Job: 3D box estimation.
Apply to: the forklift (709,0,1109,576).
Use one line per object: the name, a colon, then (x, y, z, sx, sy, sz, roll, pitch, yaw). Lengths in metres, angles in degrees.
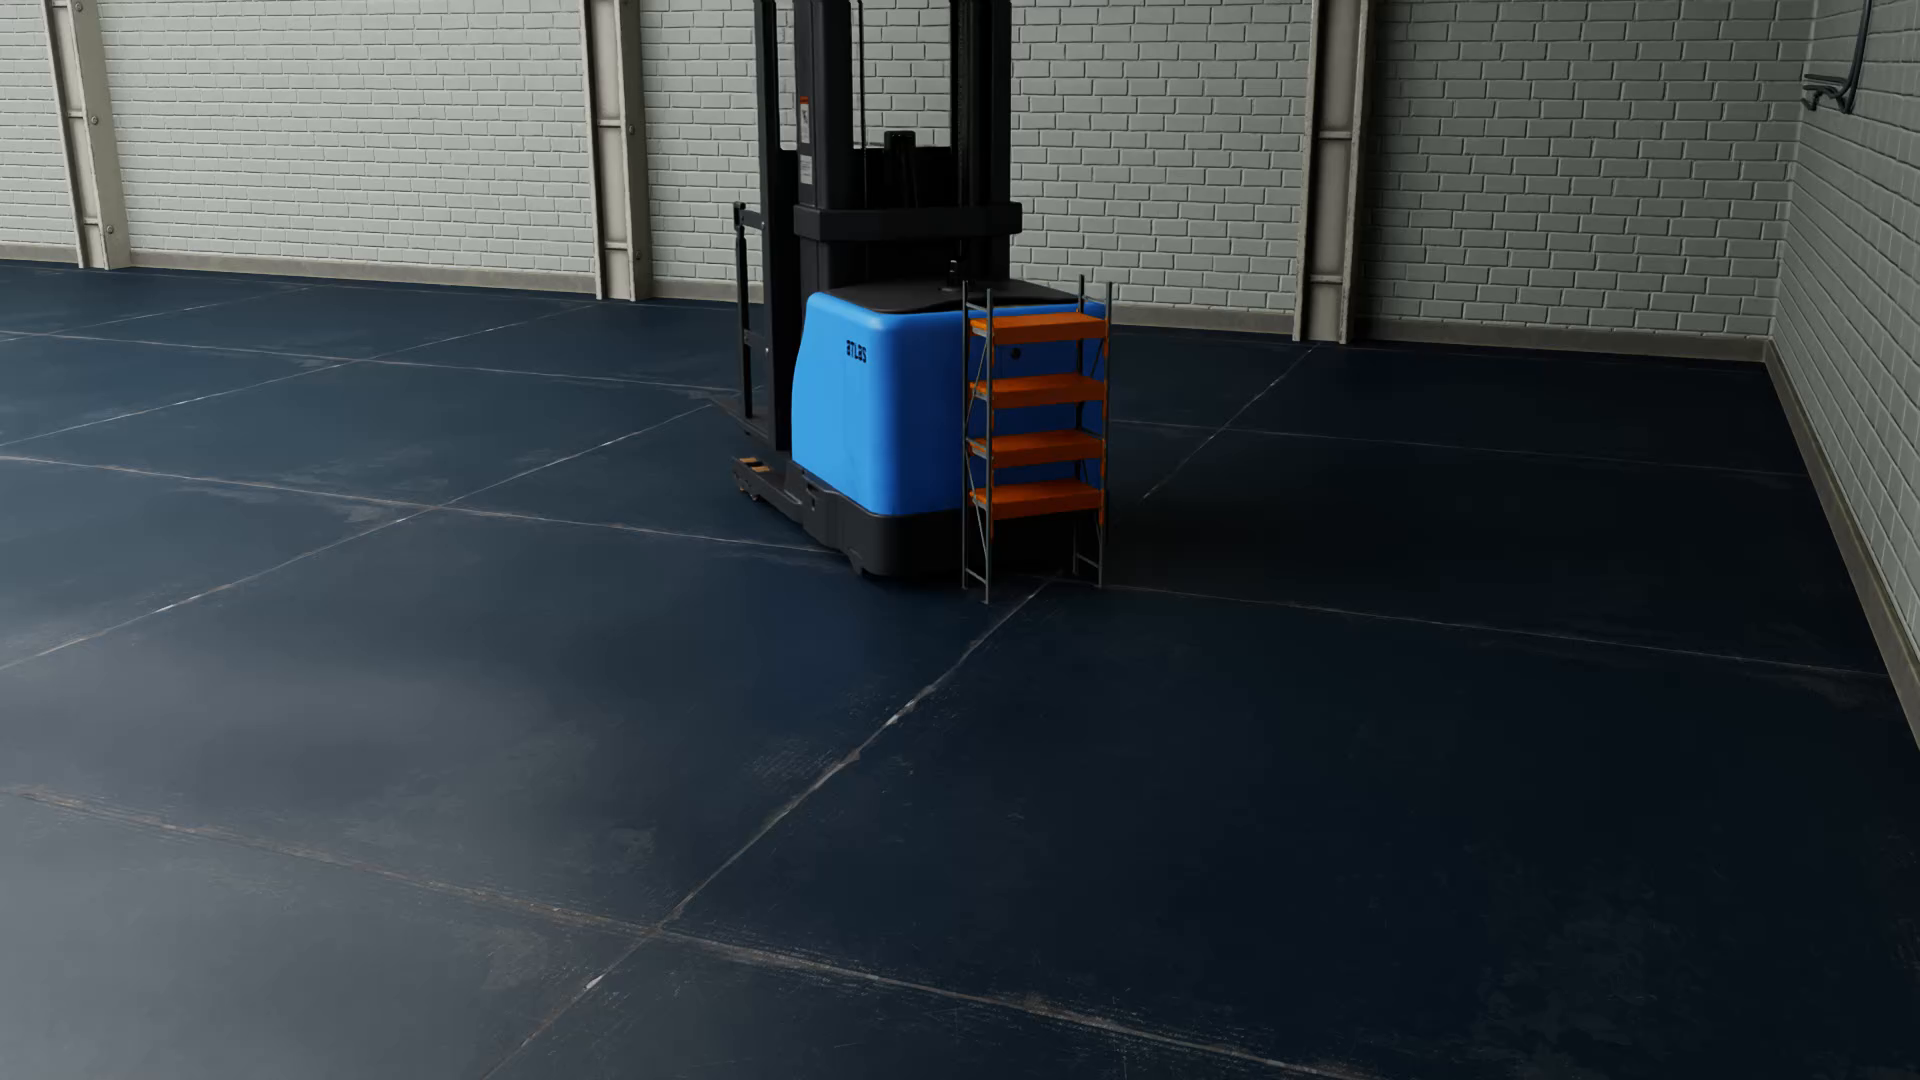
forklift: (-0.450, -1.633, 7.541, 1.130, 2.935, 3.031, -7, 18, -23)

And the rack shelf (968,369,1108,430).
rack shelf: (0.287, -0.536, 6.305, 0.480, 0.148, 0.258, -7, 18, -23)

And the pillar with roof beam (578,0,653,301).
pillar with roof beam: (-4.477, -5.304, 9.304, 0.400, 9.000, 9.100, 6, 17, 21)

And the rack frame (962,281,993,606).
rack frame: (0.064, -0.358, 6.254, 0.015, 1.200, 0.240, -7, 18, -23)

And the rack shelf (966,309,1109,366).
rack shelf: (0.288, -0.763, 6.239, 0.480, 0.148, 0.258, -7, 18, -23)

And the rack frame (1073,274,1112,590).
rack frame: (0.510, -0.413, 6.444, 0.015, 1.200, 0.240, -7, 18, -23)

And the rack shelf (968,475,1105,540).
rack shelf: (0.287, -0.130, 6.423, 0.480, 0.148, 0.258, -7, 18, -23)

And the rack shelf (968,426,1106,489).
rack shelf: (0.287, -0.321, 6.368, 0.480, 0.148, 0.258, -7, 18, -23)

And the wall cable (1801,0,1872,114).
wall cable: (4.939, -3.671, 9.249, 0.112, 2.526, 3.097, 6, 17, 21)

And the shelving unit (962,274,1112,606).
shelving unit: (0.287, -0.386, 6.349, 0.503, 1.200, 0.258, -7, 18, -23)

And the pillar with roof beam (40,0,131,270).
pillar with roof beam: (-10.059, -5.918, 11.418, 0.400, 9.000, 9.100, 6, 17, 21)

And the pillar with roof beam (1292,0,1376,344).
pillar with roof beam: (1.105, -4.690, 7.189, 0.400, 9.000, 9.100, 6, 17, 21)
